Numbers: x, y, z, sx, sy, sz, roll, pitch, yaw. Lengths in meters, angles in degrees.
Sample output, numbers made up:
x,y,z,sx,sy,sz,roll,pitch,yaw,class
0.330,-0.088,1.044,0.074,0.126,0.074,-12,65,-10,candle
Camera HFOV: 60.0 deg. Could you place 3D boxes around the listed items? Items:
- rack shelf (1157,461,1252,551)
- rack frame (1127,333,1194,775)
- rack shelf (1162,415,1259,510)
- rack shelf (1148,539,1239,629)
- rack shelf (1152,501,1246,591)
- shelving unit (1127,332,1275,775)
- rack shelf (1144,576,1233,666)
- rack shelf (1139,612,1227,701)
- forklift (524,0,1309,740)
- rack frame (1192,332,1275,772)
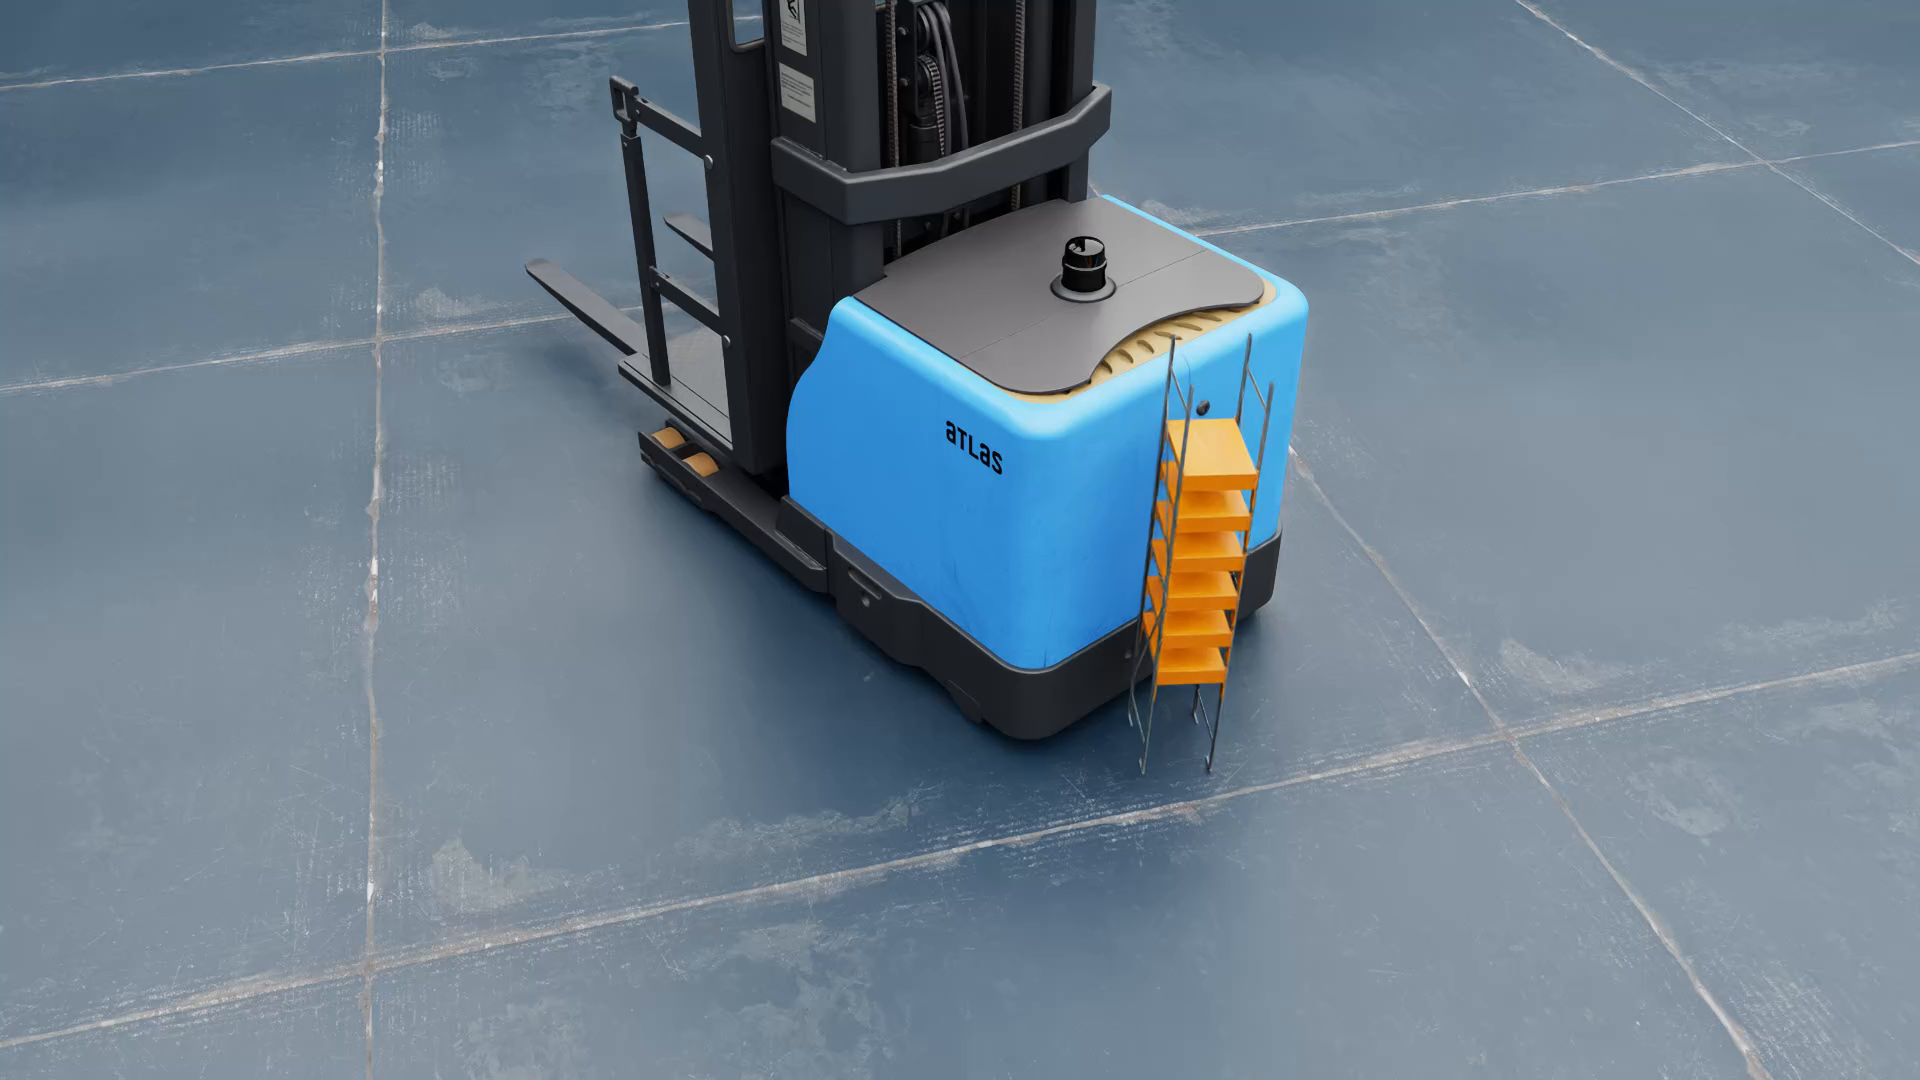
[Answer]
x,y,z,sx,sy,sz,roll,pitch,yaw,class
0.590,-0.091,4.051,0.180,0.103,0.258,-2,37,-5,rack shelf
0.493,0.069,4.160,0.006,1.200,0.240,-2,37,-5,rack frame
0.593,-0.187,3.980,0.180,0.103,0.258,-2,37,-5,rack shelf
0.583,0.103,4.194,0.180,0.103,0.258,-2,37,-5,rack shelf
0.587,0.006,4.122,0.180,0.103,0.258,-2,37,-5,rack shelf
0.584,0.067,4.167,0.189,1.200,0.258,-2,37,-5,shelving unit
0.580,0.199,4.265,0.180,0.103,0.258,-2,37,-5,rack shelf
0.577,0.296,4.336,0.180,0.103,0.258,-2,37,-5,rack shelf
-0.404,-1.454,4.739,1.130,2.935,3.031,-27,45,-31,forklift
0.676,0.064,4.175,0.006,1.200,0.240,-2,37,-5,rack frame
